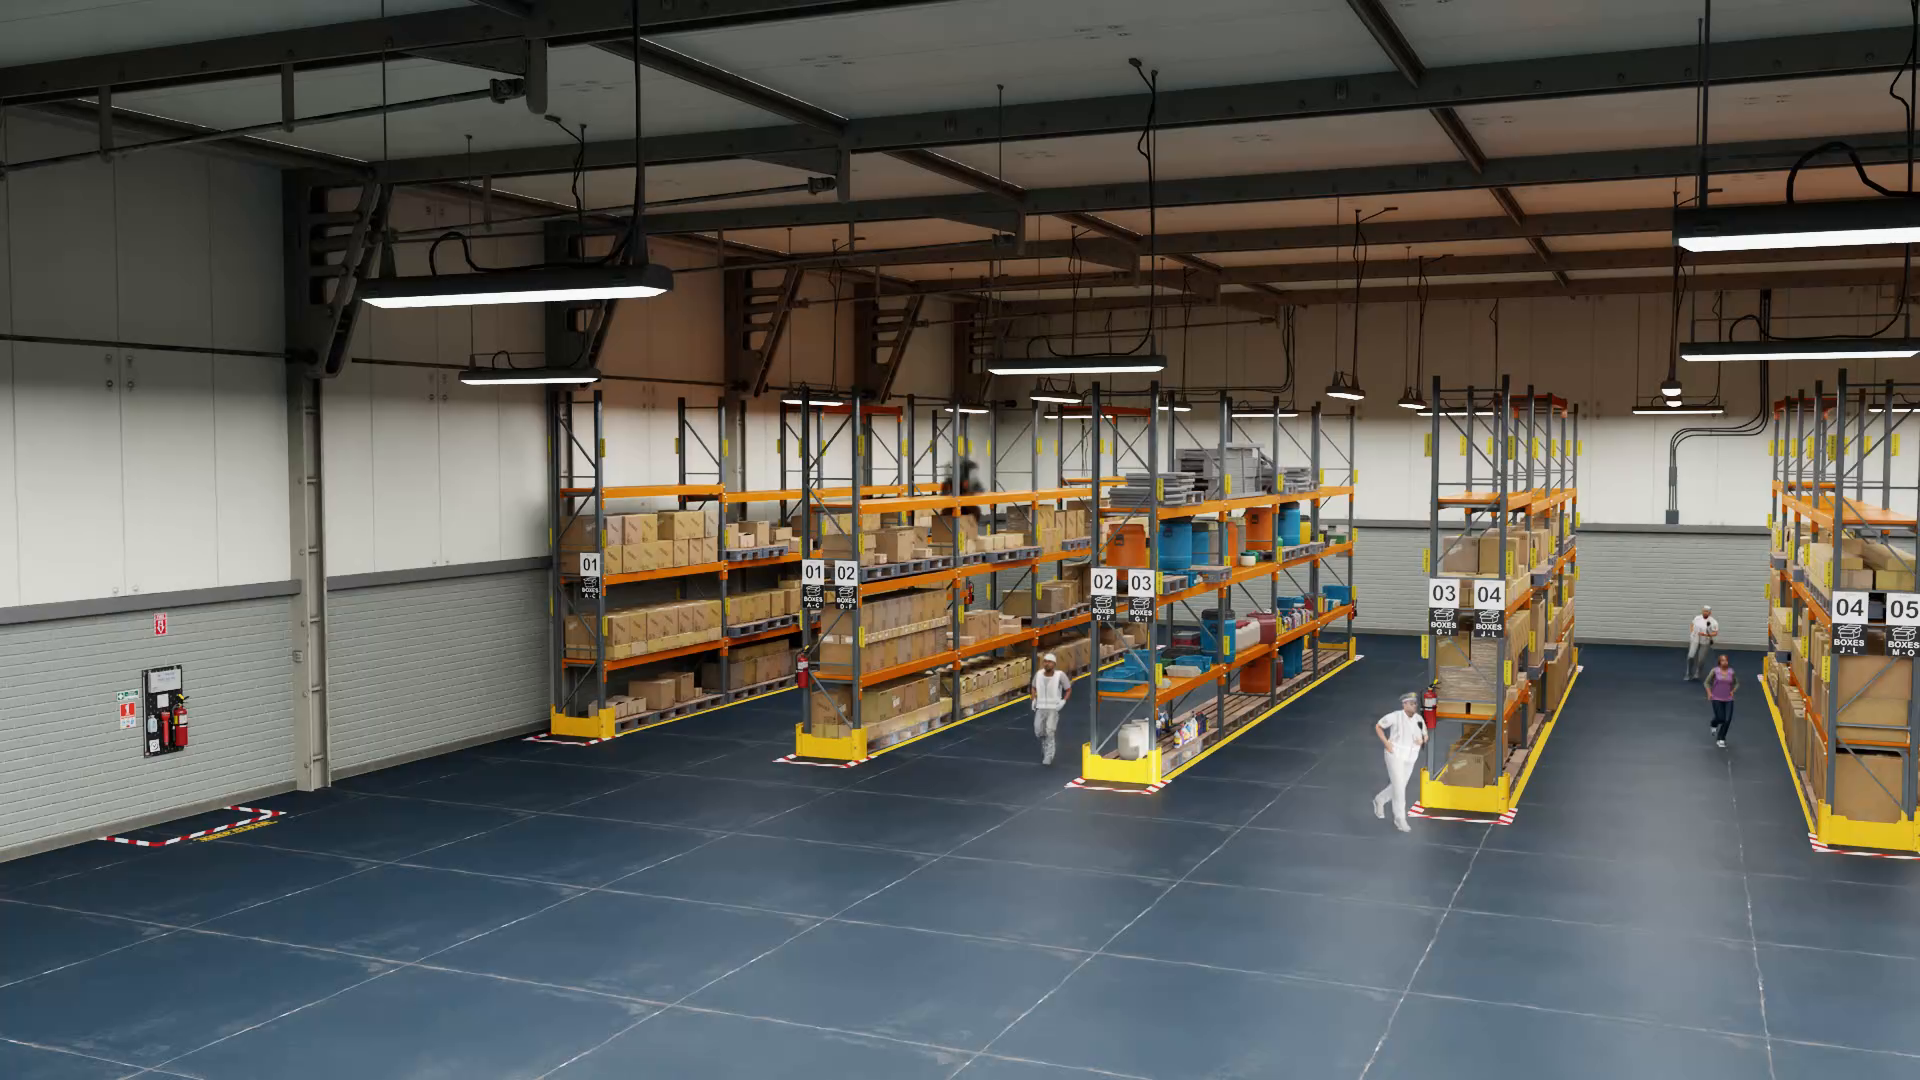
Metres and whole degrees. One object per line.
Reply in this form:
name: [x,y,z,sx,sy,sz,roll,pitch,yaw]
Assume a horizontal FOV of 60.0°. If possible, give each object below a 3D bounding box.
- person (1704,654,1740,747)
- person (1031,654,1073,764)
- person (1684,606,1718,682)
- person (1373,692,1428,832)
person: [12.784,2.691,27.884,0.536,1.555,0.544,1,3,12]
person: [1.456,2.672,26.488,0.699,1.745,0.585,1,3,22]
person: [15.921,2.227,35.676,0.653,1.672,0.662,2,4,34]
person: [5.923,2.910,22.173,0.683,1.791,0.887,-1,3,-21]
